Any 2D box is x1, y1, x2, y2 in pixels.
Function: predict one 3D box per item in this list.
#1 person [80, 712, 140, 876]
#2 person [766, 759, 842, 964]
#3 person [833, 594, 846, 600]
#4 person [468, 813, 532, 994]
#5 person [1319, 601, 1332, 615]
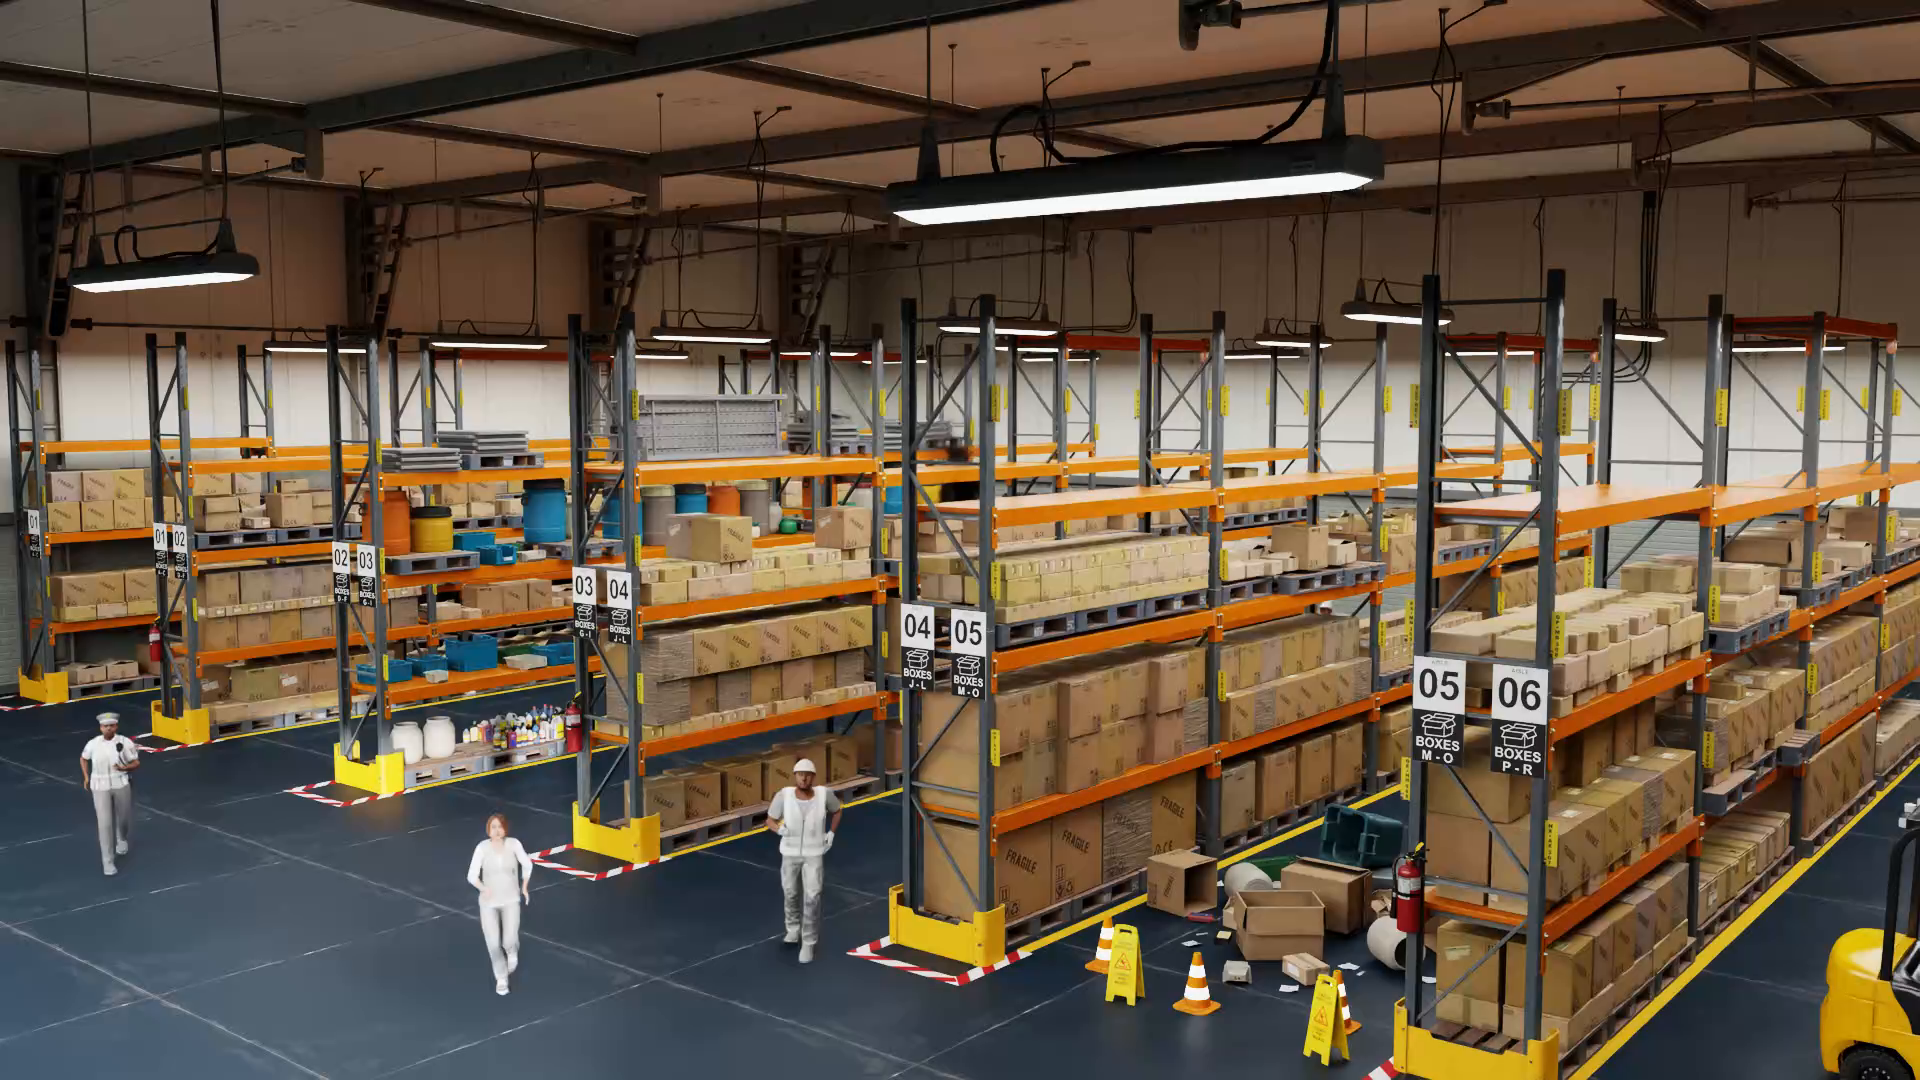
[{"bbox_3d":[-9.178,2.684,17.983,0.576,1.683,0.941,-3,6,-28],"label":"person"},{"bbox_3d":[-1.440,2.916,15.231,0.677,1.845,0.697,0,5,2],"label":"person"},{"bbox_3d":[-2.455,1.437,32.127,0.635,1.780,0.759,3,6,26],"label":"person"},{"bbox_3d":[-3.937,3.116,14.253,0.535,1.560,0.539,-1,5,-14],"label":"person"},{"bbox_3d":[5.972,1.854,27.179,0.696,1.732,0.733,3,6,28],"label":"person"}]
